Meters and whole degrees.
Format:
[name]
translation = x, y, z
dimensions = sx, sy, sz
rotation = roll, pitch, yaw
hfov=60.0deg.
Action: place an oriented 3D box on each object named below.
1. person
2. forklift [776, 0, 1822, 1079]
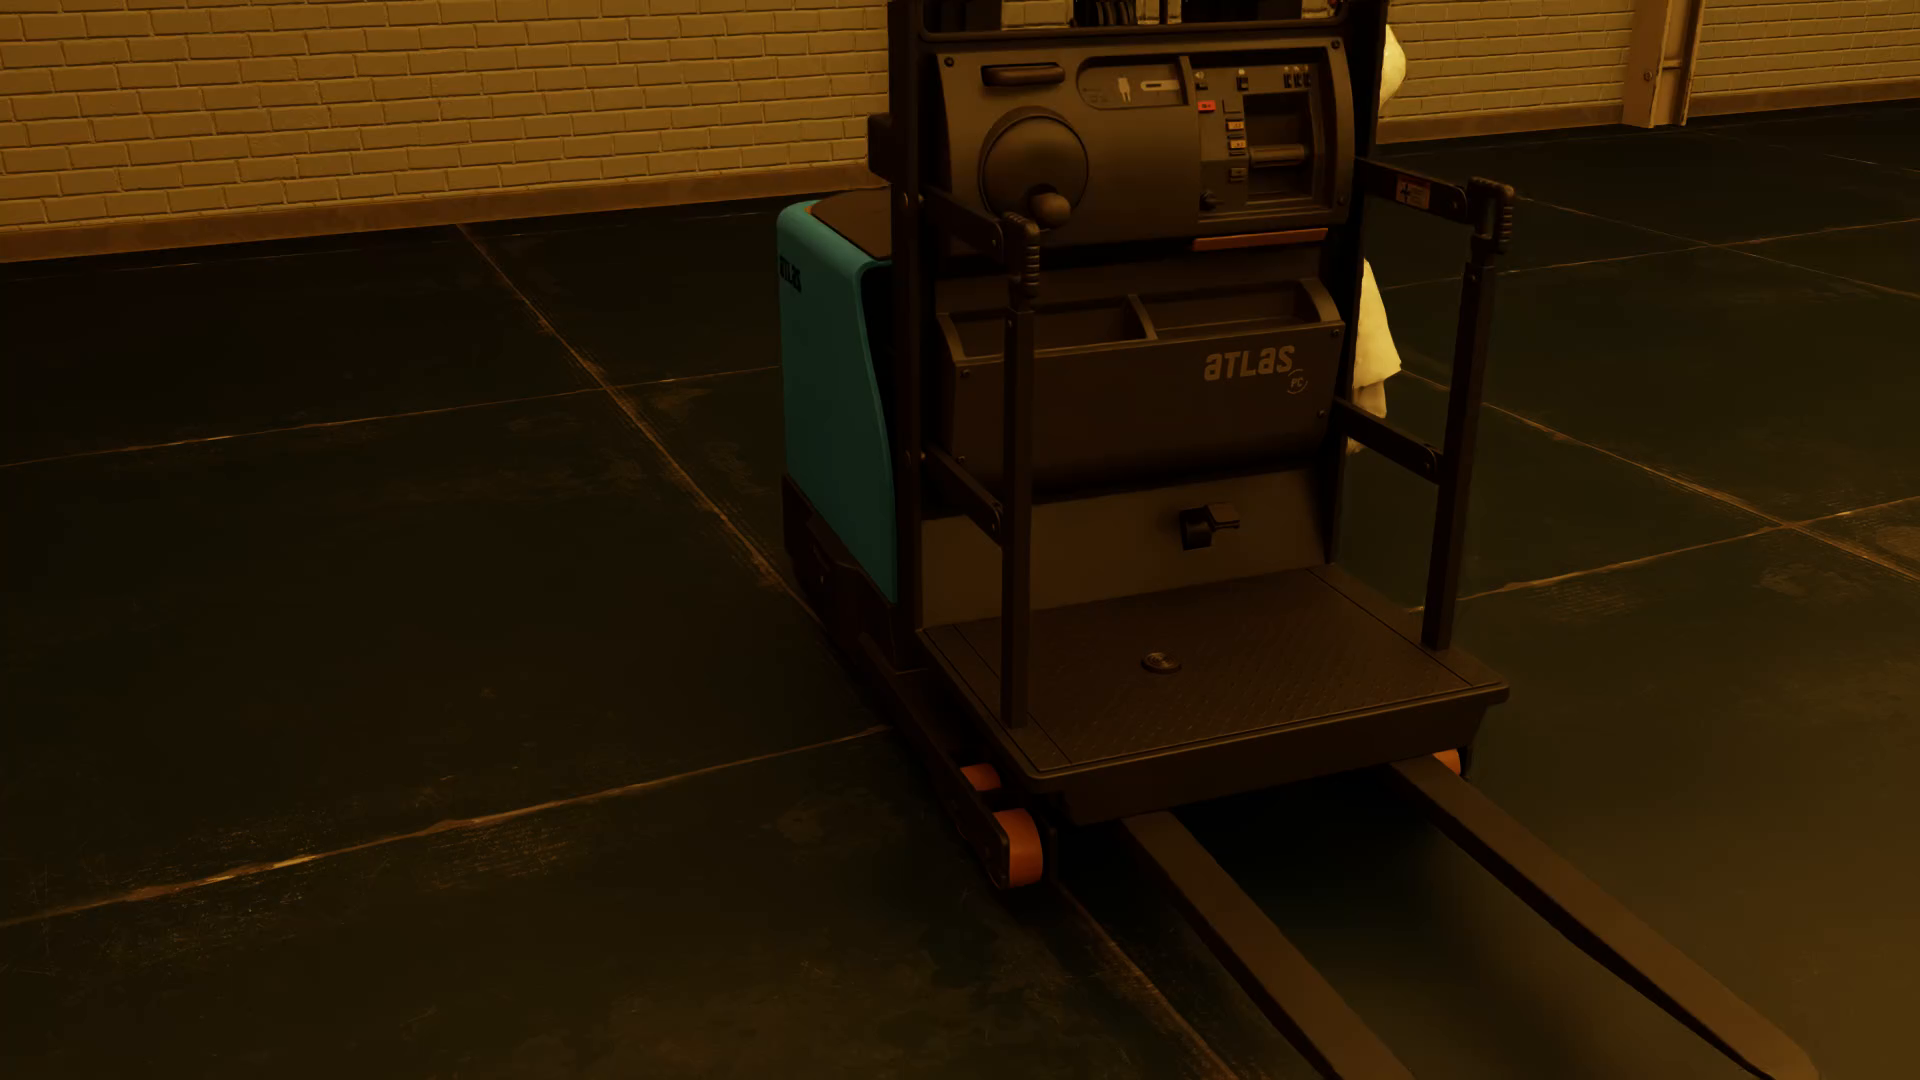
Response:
[person]
translation = 0.965, -0.975, 5.340
dimensions = 0.847, 1.696, 1.164
rotation = -11, 25, -25
[forklift]
translation = 0.476, -0.820, 3.261
dimensions = 1.130, 2.935, 3.031
rotation = -8, 24, -19
